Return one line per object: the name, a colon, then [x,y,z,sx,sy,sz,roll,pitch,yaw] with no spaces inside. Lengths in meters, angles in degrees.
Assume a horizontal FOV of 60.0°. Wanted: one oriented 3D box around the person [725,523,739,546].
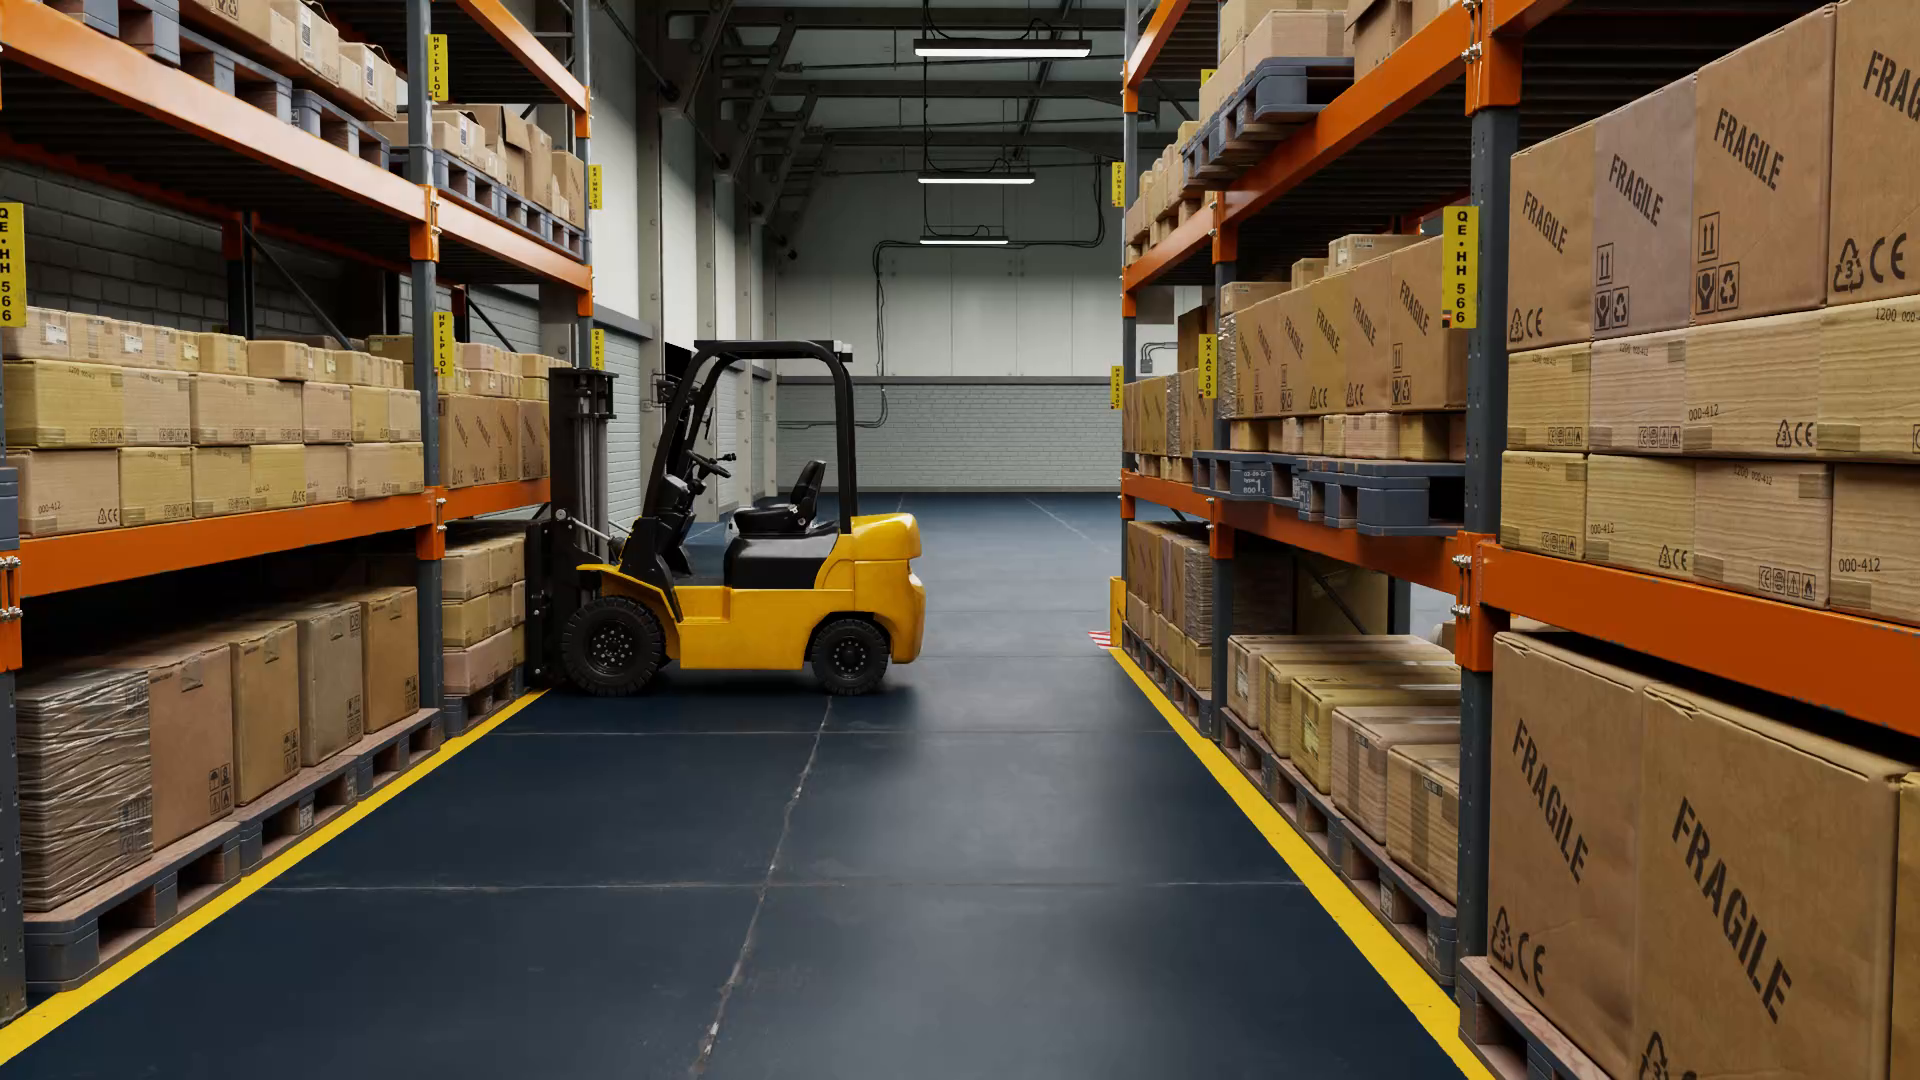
person: [-1.343,0.318,12.799,0.913,0.916,0.536,0,4,-1]
